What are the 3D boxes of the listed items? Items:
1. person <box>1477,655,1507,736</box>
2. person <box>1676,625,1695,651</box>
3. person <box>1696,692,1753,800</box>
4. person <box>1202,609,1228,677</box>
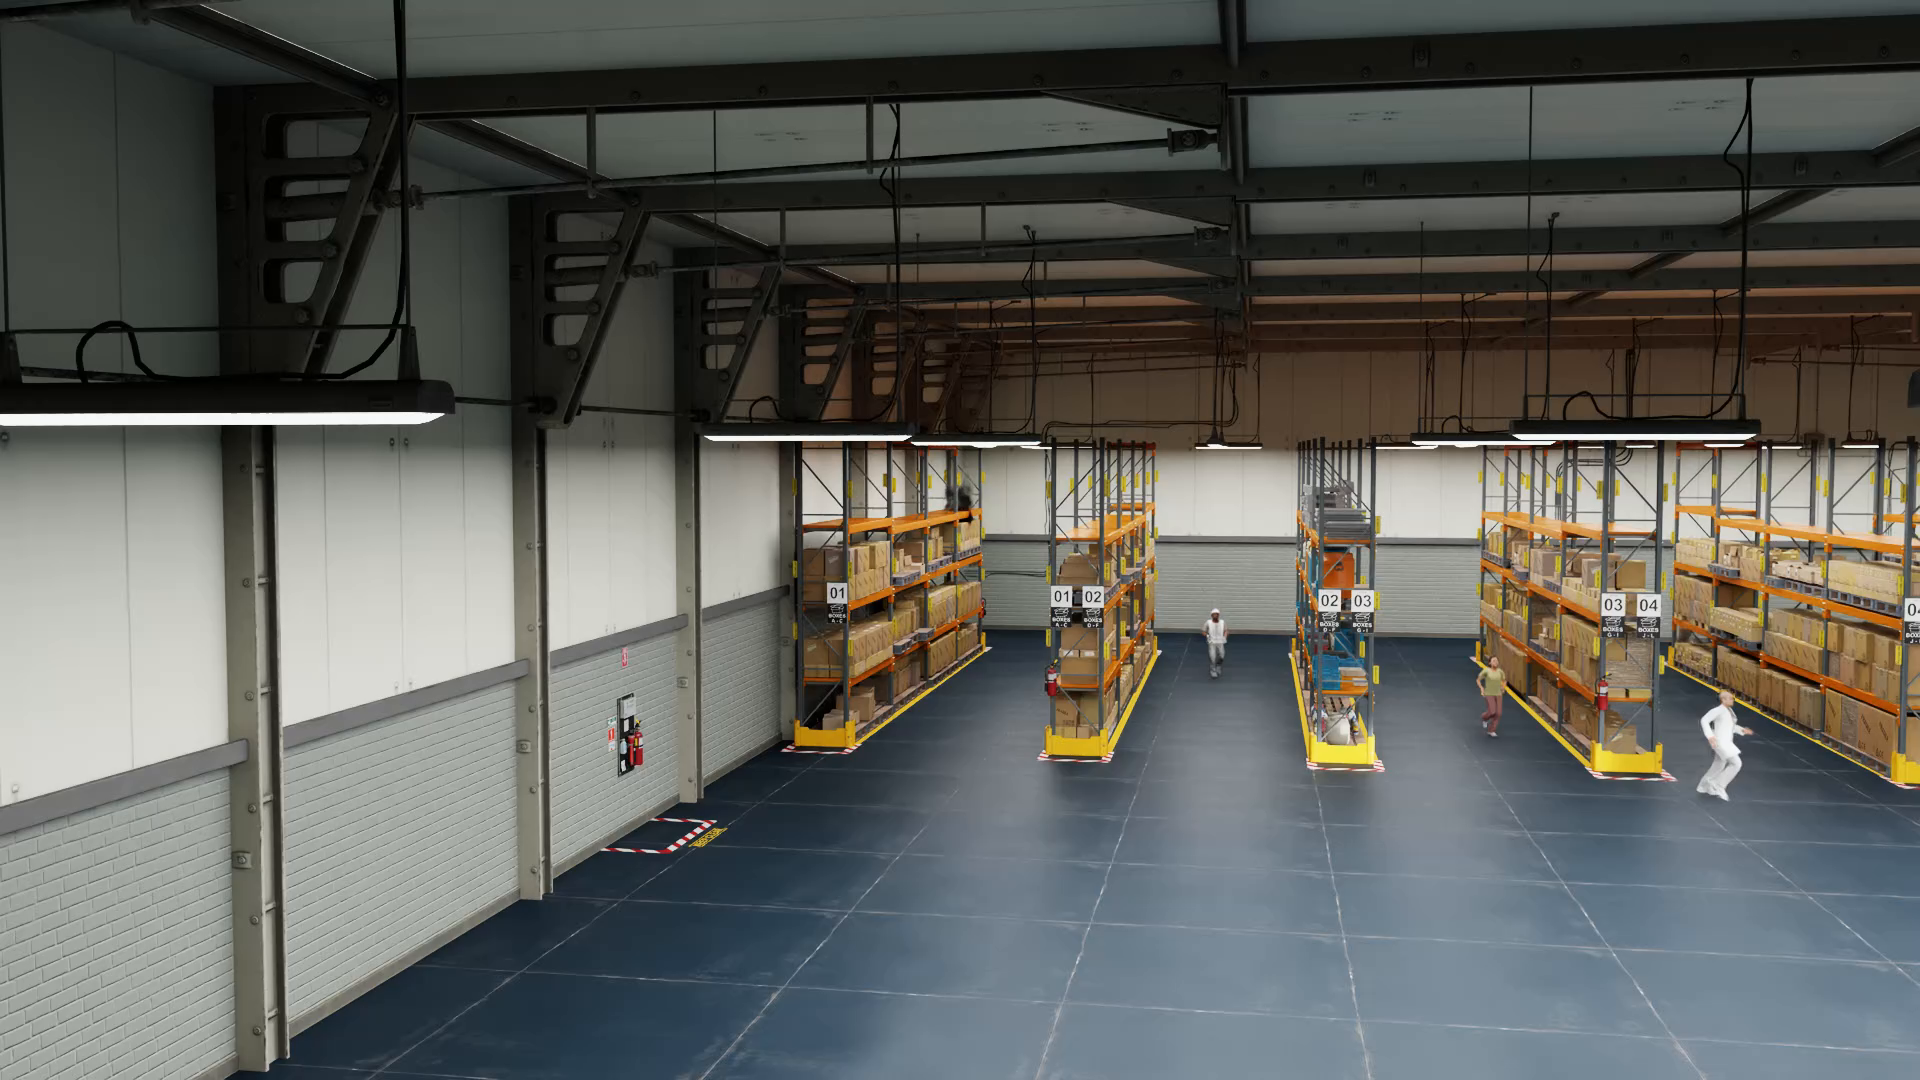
[{"bbox_3d":[10.752,3.148,33.541,0.581,1.606,0.549,0,3,-4],"label":"person"},{"bbox_3d":[19.928,2.455,45.892,0.723,1.658,0.847,-3,4,-44],"label":"person"},{"bbox_3d":[12.605,3.397,27.416,0.853,1.770,0.671,2,4,38],"label":"person"},{"bbox_3d":[6.484,2.619,42.145,0.663,1.733,0.604,0,3,-1],"label":"person"}]
